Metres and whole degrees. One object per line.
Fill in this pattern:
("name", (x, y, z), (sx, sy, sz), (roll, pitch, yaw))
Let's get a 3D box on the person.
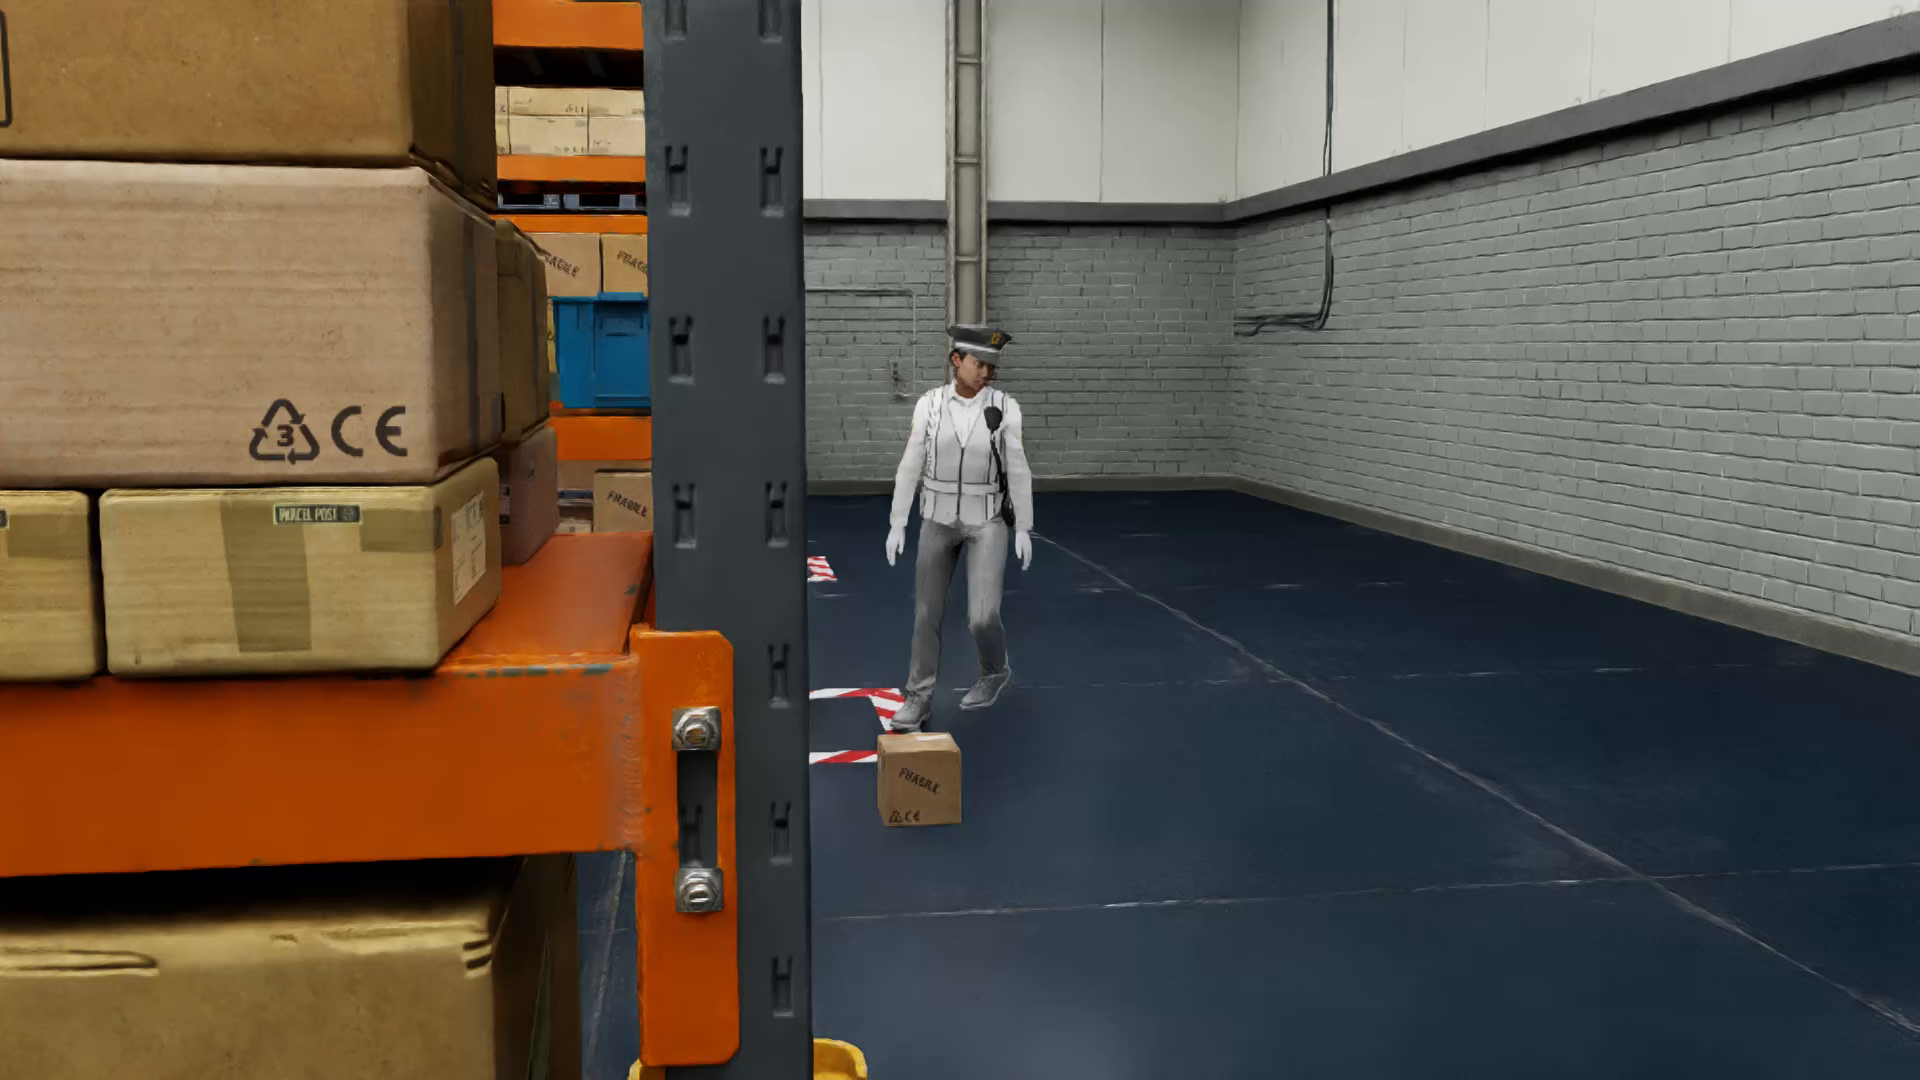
("person", (-0.001, -0.039, 6.716), (0.583, 1.629, 0.452), (1, 7, 12))
